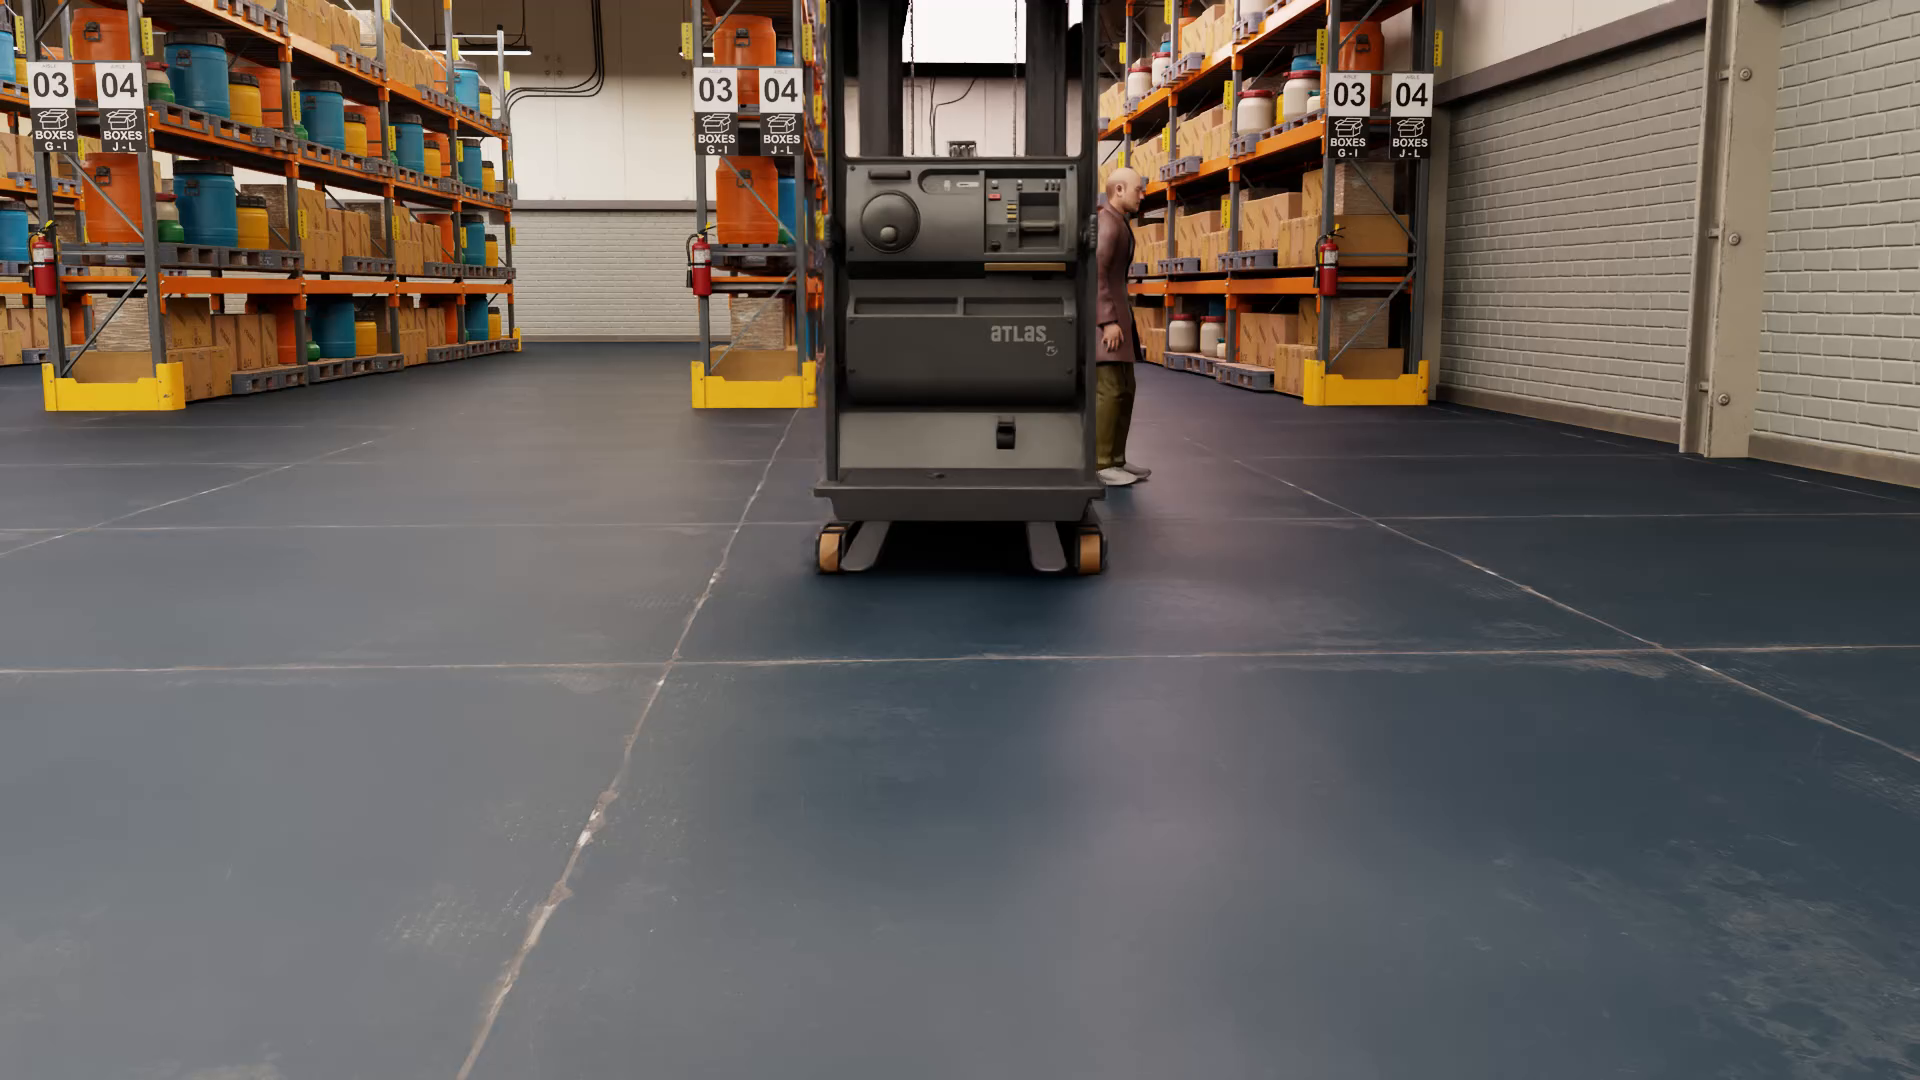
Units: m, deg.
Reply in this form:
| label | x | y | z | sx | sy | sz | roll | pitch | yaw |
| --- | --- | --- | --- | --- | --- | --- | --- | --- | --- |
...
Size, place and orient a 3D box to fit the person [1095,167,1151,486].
| label | x | y | z | sx | sy | sz | roll | pitch | yaw |
| --- | --- | --- | --- | --- | --- | --- | --- | --- | --- |
| person | 0.873 | -1.219 | 9.483 | 0.425 | 1.773 | 0.653 | 2 | 9 | 16 |

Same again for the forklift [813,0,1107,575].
| label | x | y | z | sx | sy | sz | roll | pitch | yaw |
| --- | --- | --- | --- | --- | --- | --- | --- | --- | --- |
| forklift | 0.006 | -1.359 | 6.481 | 1.130 | 2.935 | 3.031 | 0 | 8 | 1 |
